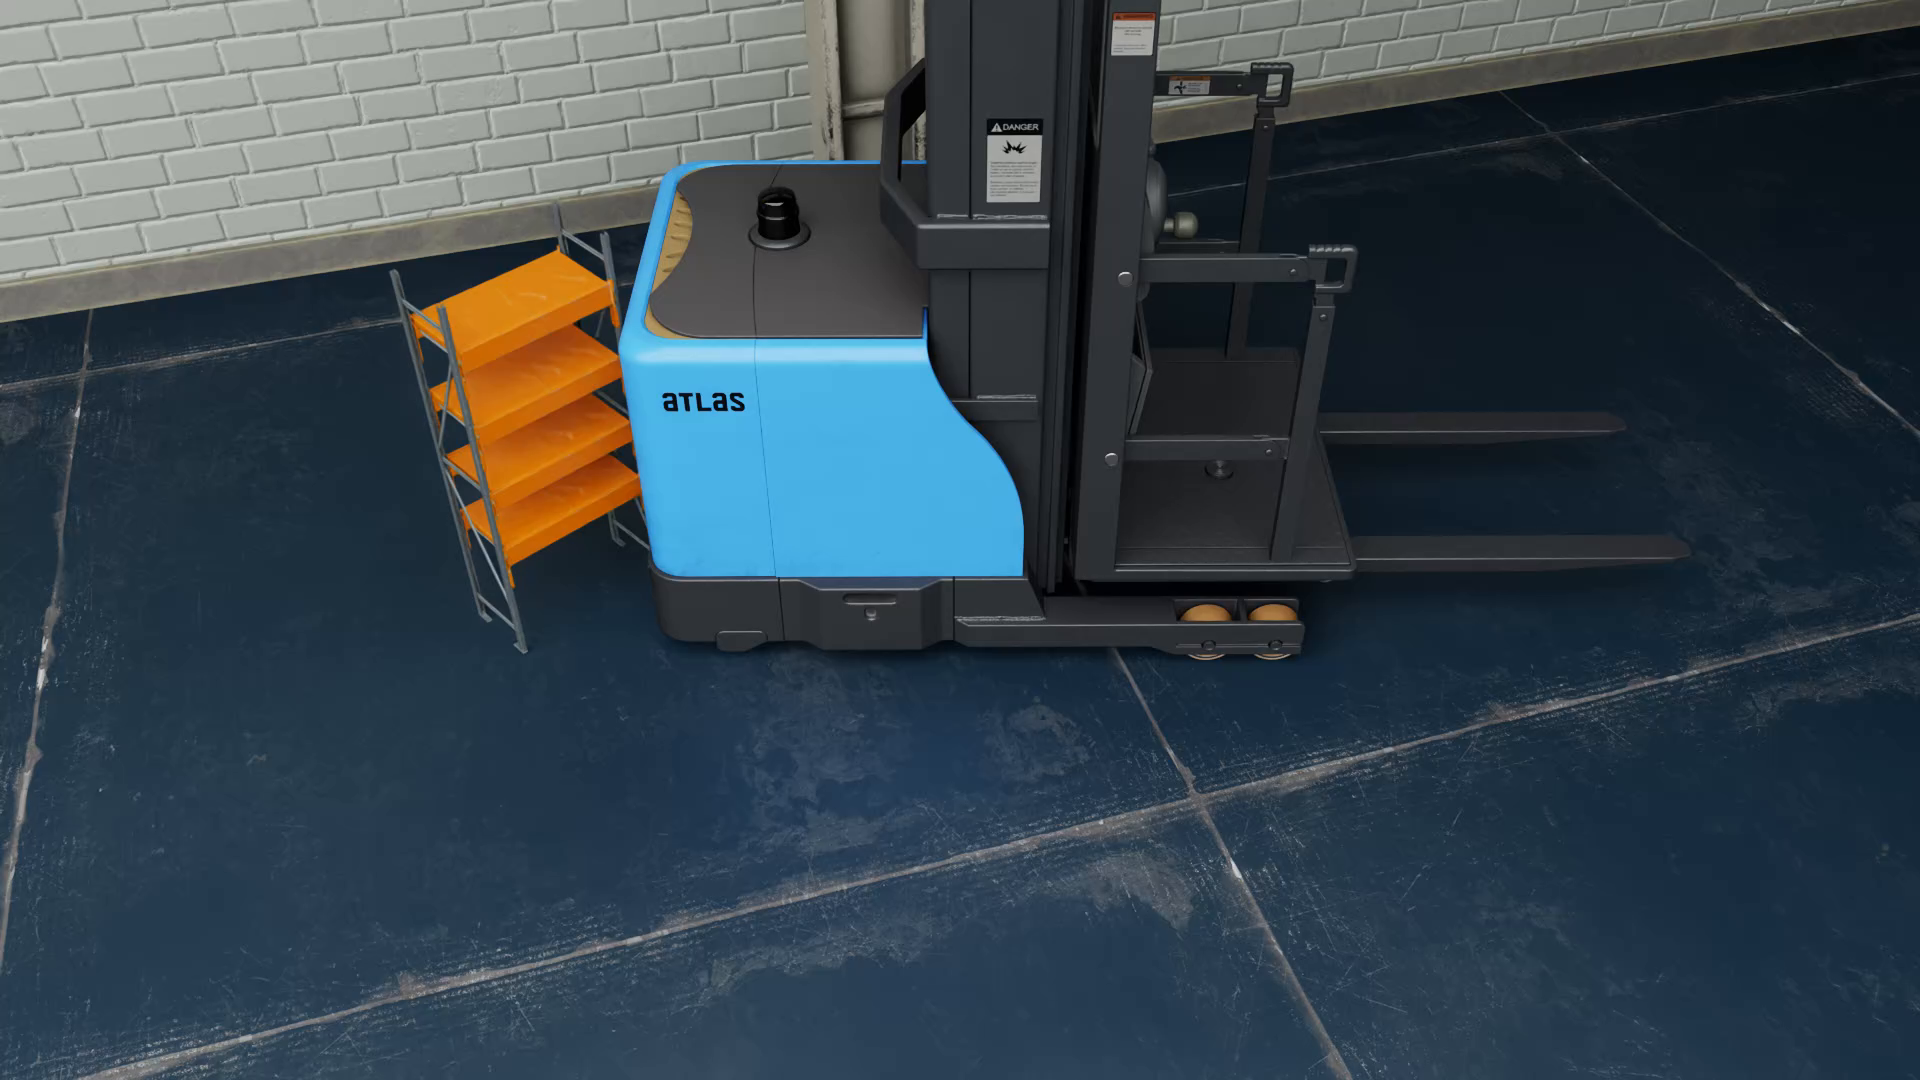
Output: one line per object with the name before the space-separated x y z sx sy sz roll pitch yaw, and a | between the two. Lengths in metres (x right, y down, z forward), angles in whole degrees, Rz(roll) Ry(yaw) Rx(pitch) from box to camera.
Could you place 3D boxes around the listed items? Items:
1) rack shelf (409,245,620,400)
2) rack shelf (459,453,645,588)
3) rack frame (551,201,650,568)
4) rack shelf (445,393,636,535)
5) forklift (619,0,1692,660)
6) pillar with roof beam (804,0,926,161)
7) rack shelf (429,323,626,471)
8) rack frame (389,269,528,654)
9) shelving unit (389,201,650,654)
rack shelf | -1.180 -0.583 4.408 0.480 0.148 0.258 -33 51 -32
rack shelf | -1.182 -0.088 4.843 0.480 0.148 0.258 -33 51 -32
rack frame | -1.008 -0.401 4.797 0.015 1.200 0.240 -33 51 -32
rack shelf | -1.181 -0.238 4.712 0.480 0.148 0.258 -33 51 -32
forklift | 0.626 -1.106 4.288 3.031 2.935 1.130 0 41 0
pillar with roof beam | 0.931 -2.075 0.786 0.400 9.000 9.100 -12 42 -13
rack shelf | -1.181 -0.406 4.564 0.480 0.148 0.258 -33 51 -32
rack frame | -1.354 -0.175 4.538 0.015 1.200 0.240 -33 51 -32
shelving unit | -1.181 -0.288 4.667 0.503 1.200 0.258 -33 51 -32
